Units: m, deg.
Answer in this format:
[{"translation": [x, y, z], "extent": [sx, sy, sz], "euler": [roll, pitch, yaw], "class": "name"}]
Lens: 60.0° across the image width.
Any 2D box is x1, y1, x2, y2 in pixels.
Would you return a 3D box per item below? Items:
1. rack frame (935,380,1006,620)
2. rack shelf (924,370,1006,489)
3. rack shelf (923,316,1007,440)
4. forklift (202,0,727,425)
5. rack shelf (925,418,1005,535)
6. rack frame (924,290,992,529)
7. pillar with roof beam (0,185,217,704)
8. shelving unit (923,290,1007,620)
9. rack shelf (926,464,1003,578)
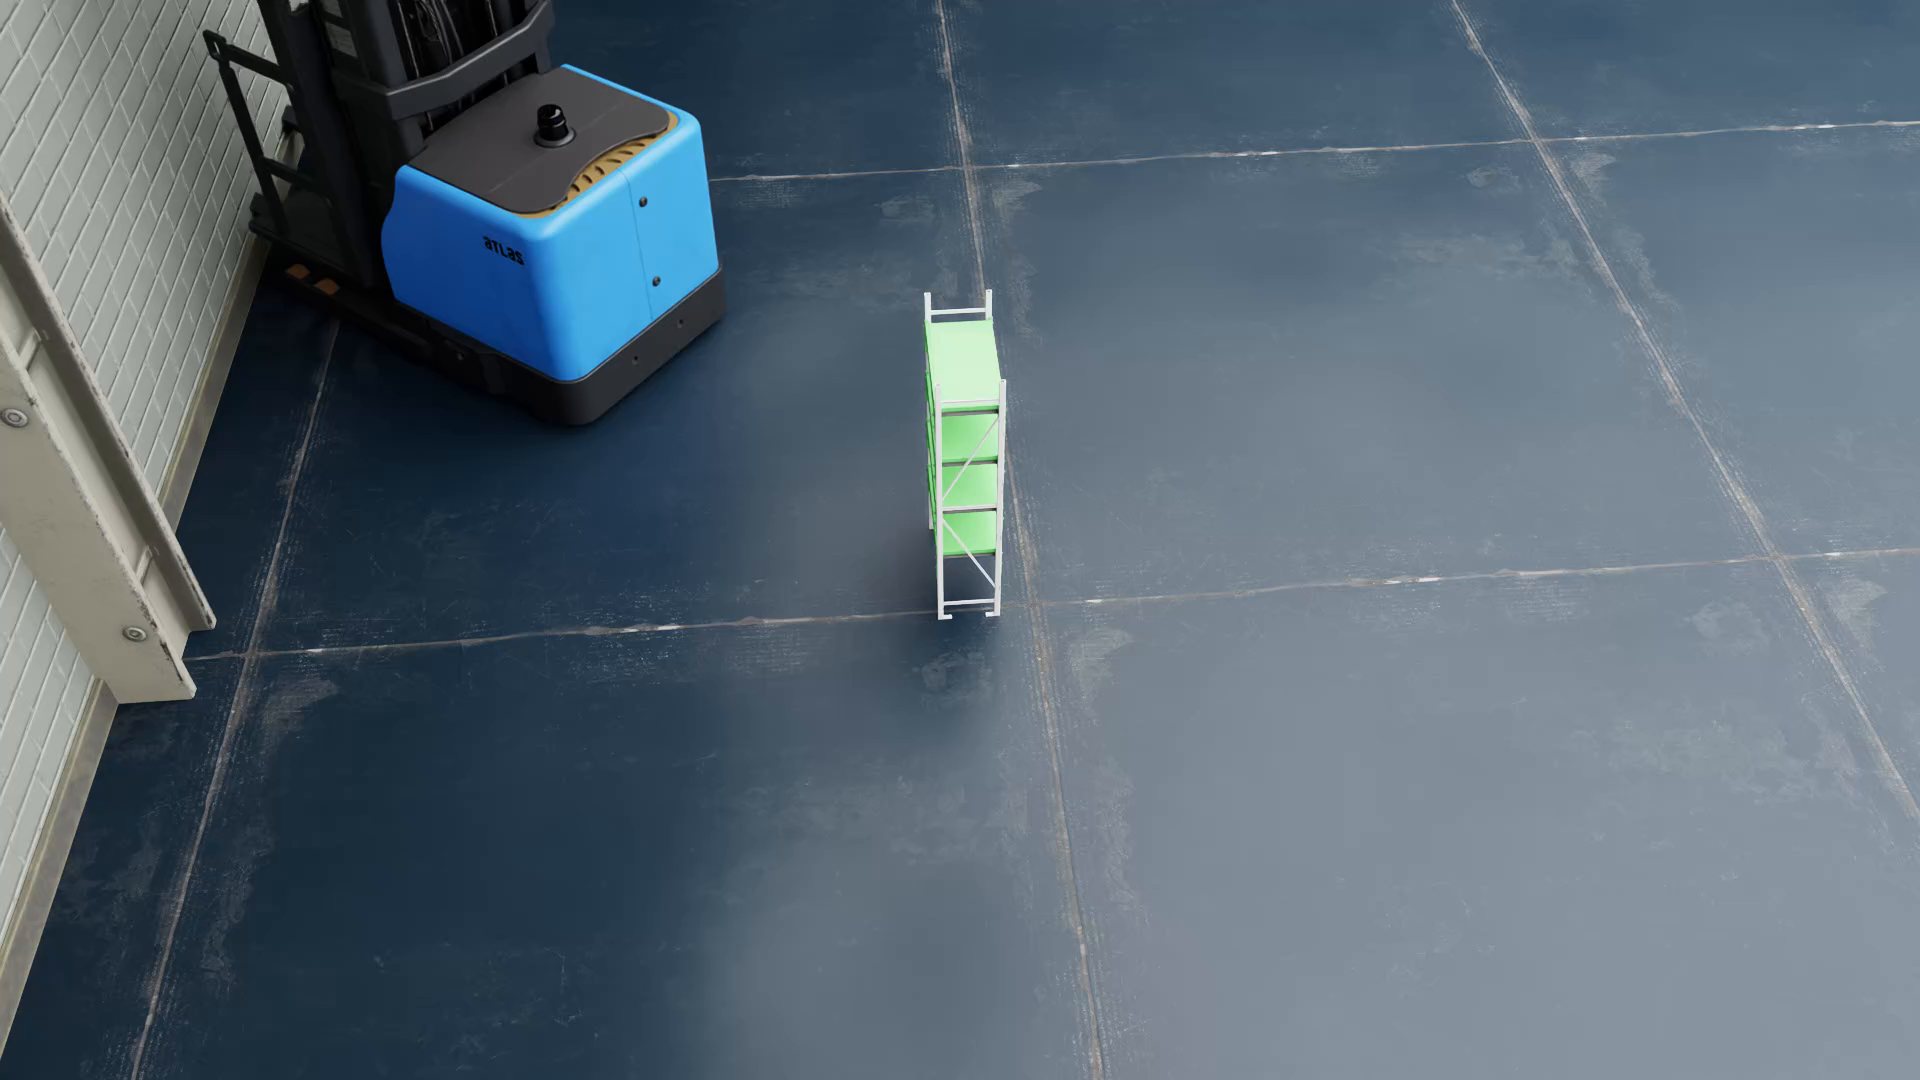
[{"translation": [0.034, -0.116, 6.034], "extent": [0.240, 1.200, 0.015], "euler": [-3, 47, -3], "class": "rack frame"}, {"translation": [0.014, -0.414, 6.073], "extent": [0.258, 0.148, 0.480], "euler": [-3, 47, -3], "class": "rack shelf"}, {"translation": [0.014, -0.579, 5.899], "extent": [0.258, 0.148, 0.480], "euler": [-3, 47, -3], "class": "rack shelf"}, {"translation": [-2.580, -2.348, 6.955], "extent": [3.031, 2.935, 1.130], "euler": [26, 52, 23], "class": "forklift"}, {"translation": [0.014, -0.249, 6.247], "extent": [0.258, 0.148, 0.480], "euler": [-3, 47, -3], "class": "rack shelf"}, {"translation": [-0.007, -0.469, 6.368], "extent": [0.240, 1.200, 0.015], "euler": [-3, 47, -3], "class": "rack frame"}, {"translation": [1.265, -2.900, 3.298], "extent": [9.100, 9.000, 0.400], "euler": [-3, 47, -3], "class": "pillar with roof beam"}, {"translation": [0.014, -0.293, 6.201], "extent": [0.258, 1.200, 0.503], "euler": [-3, 47, -3], "class": "shelving unit"}, {"translation": [0.014, -0.084, 6.422], "extent": [0.258, 0.148, 0.480], "euler": [-3, 47, -3], "class": "rack shelf"}]
